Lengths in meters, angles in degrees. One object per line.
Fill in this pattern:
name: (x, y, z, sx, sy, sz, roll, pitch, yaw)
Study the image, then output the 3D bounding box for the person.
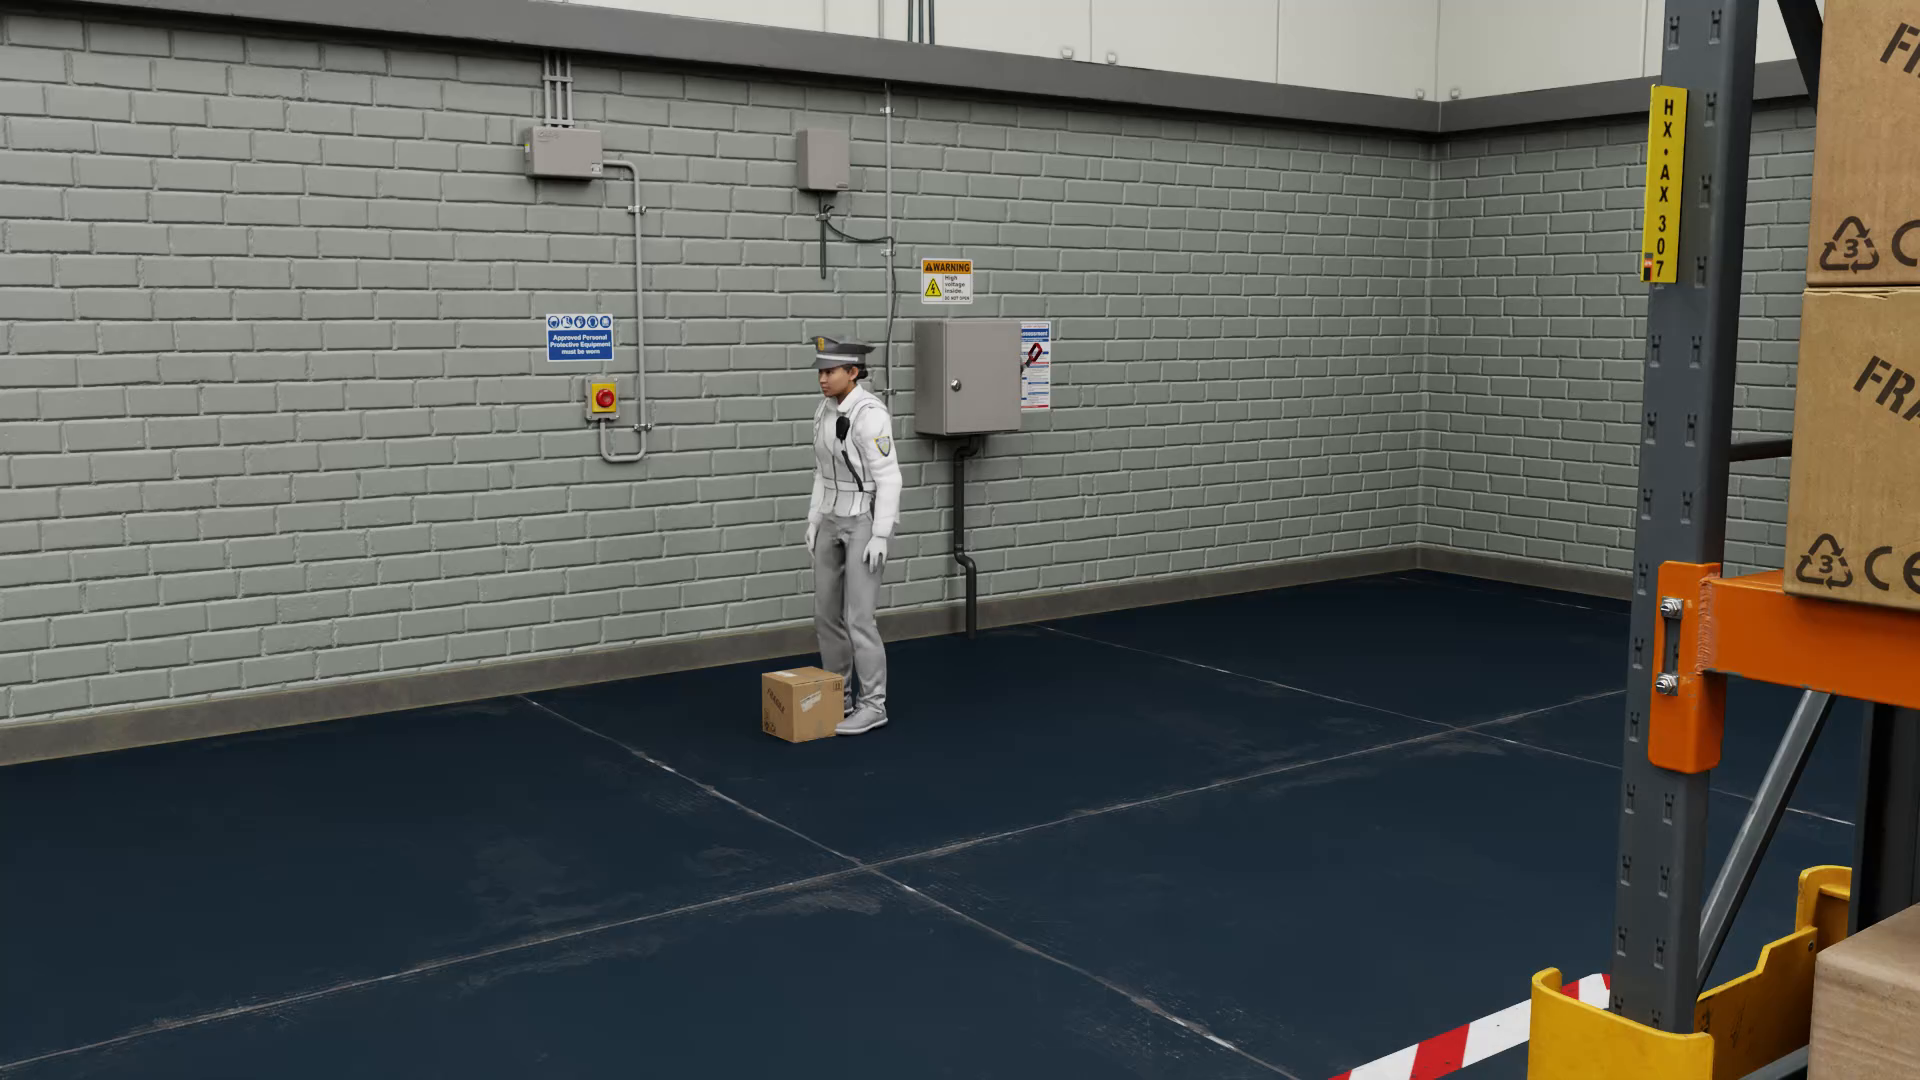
person: (-0.464, -0.031, 7.023, 0.374, 1.662, 0.539, -6, 10, -39)
